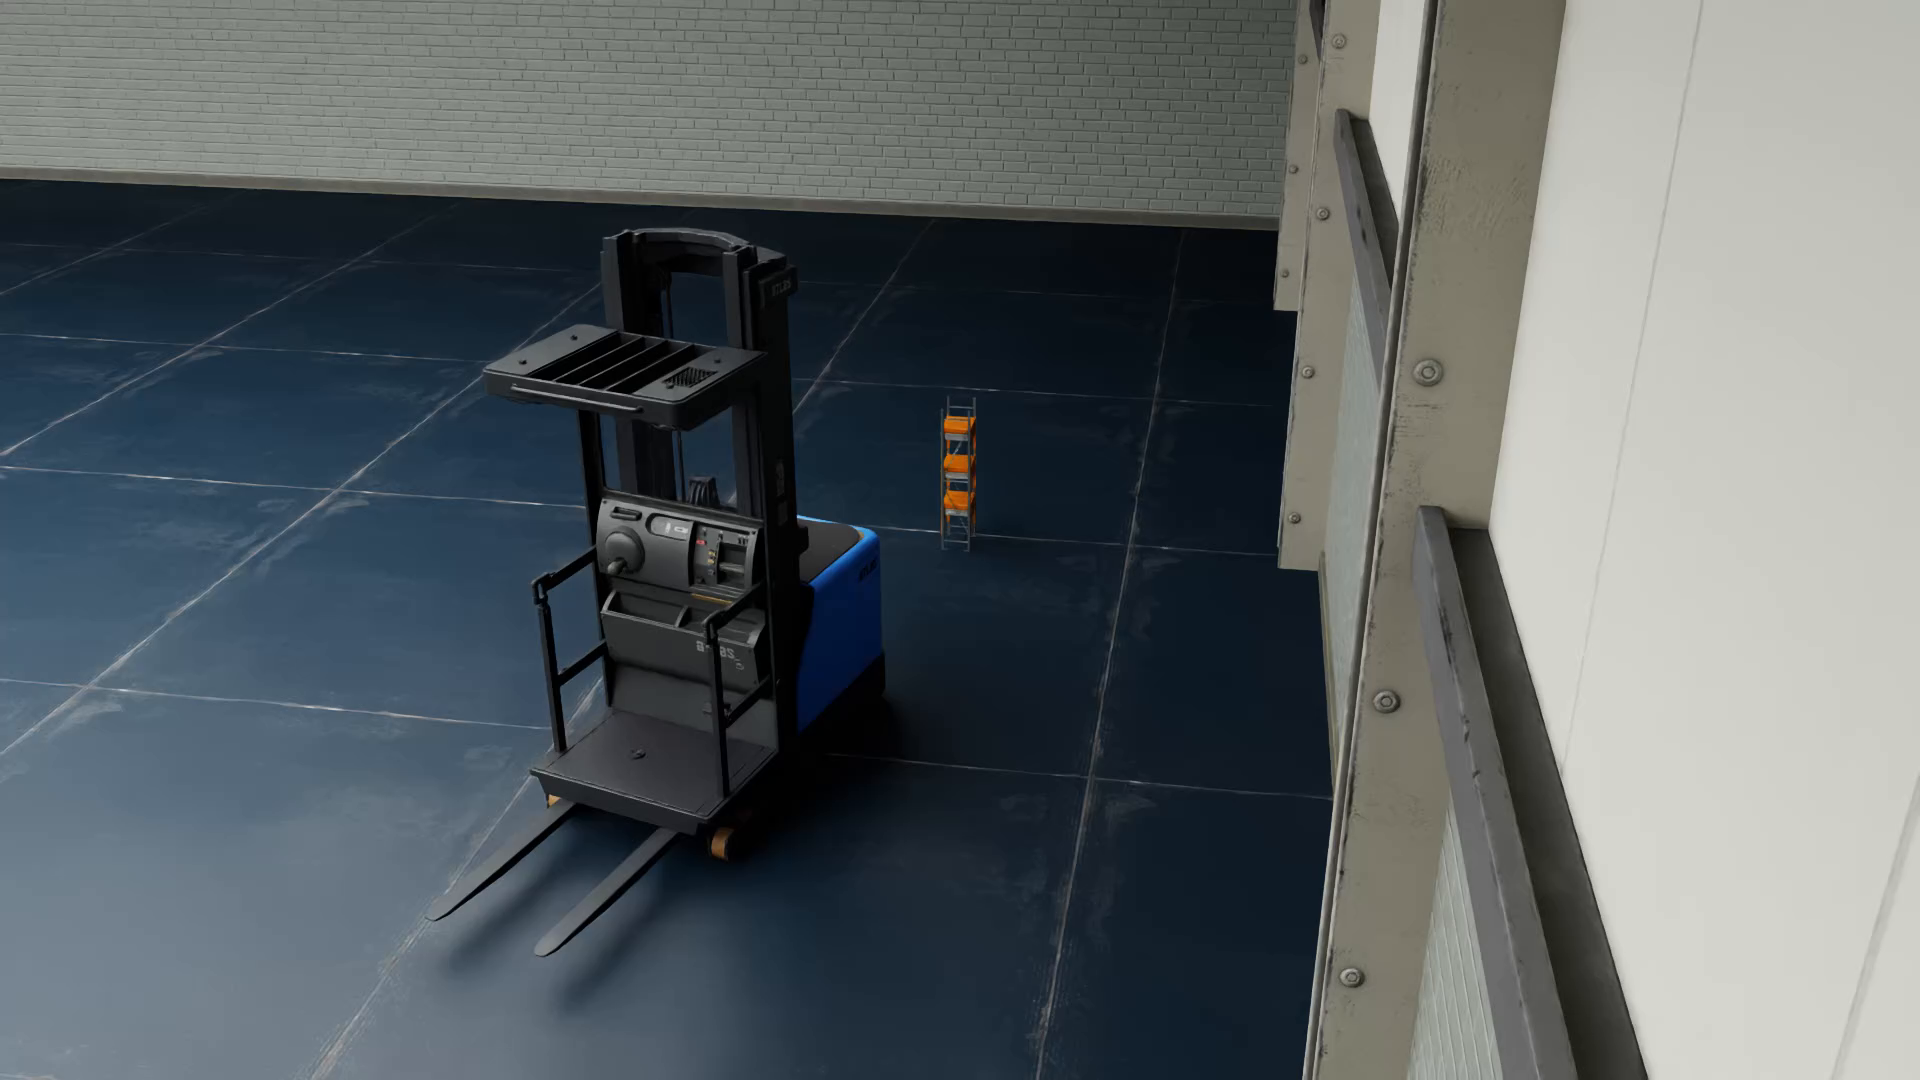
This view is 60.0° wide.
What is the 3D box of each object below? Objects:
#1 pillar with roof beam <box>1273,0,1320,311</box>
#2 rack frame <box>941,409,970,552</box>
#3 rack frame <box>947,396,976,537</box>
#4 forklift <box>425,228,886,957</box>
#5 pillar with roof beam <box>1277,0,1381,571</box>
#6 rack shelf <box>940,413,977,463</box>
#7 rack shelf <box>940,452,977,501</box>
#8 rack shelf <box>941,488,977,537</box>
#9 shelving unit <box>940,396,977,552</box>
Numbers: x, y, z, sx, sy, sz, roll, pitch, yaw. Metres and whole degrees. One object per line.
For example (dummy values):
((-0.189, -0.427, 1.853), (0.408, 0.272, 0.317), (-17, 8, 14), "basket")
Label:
((-0.907, -6.764, 15.630), (9.100, 9.000, 0.400), (4, 25, 9), "pillar with roof beam")
((-0.029, -0.402, 11.415), (0.200, 1.050, 0.008), (4, 25, 9), "rack frame")
((0.011, -0.504, 11.633), (0.200, 1.050, 0.008), (4, 25, 9), "rack frame")
((-1.511, 0.072, 8.183), (1.130, 2.935, 3.031), (11, 27, 22), "forklift")
((-1.887, -4.255, 10.269), (9.100, 9.000, 0.400), (4, 25, 9), "pillar with roof beam")
((-0.009, -0.701, 11.408), (0.215, 0.259, 0.240), (4, 25, 9), "rack shelf")
((-0.009, -0.444, 11.528), (0.215, 0.259, 0.240), (4, 25, 9), "rack shelf")
((-0.009, -0.192, 11.646), (0.215, 0.259, 0.240), (4, 25, 9), "rack shelf")
((-0.009, -0.453, 11.524), (0.215, 1.050, 0.252), (4, 25, 9), "shelving unit")
